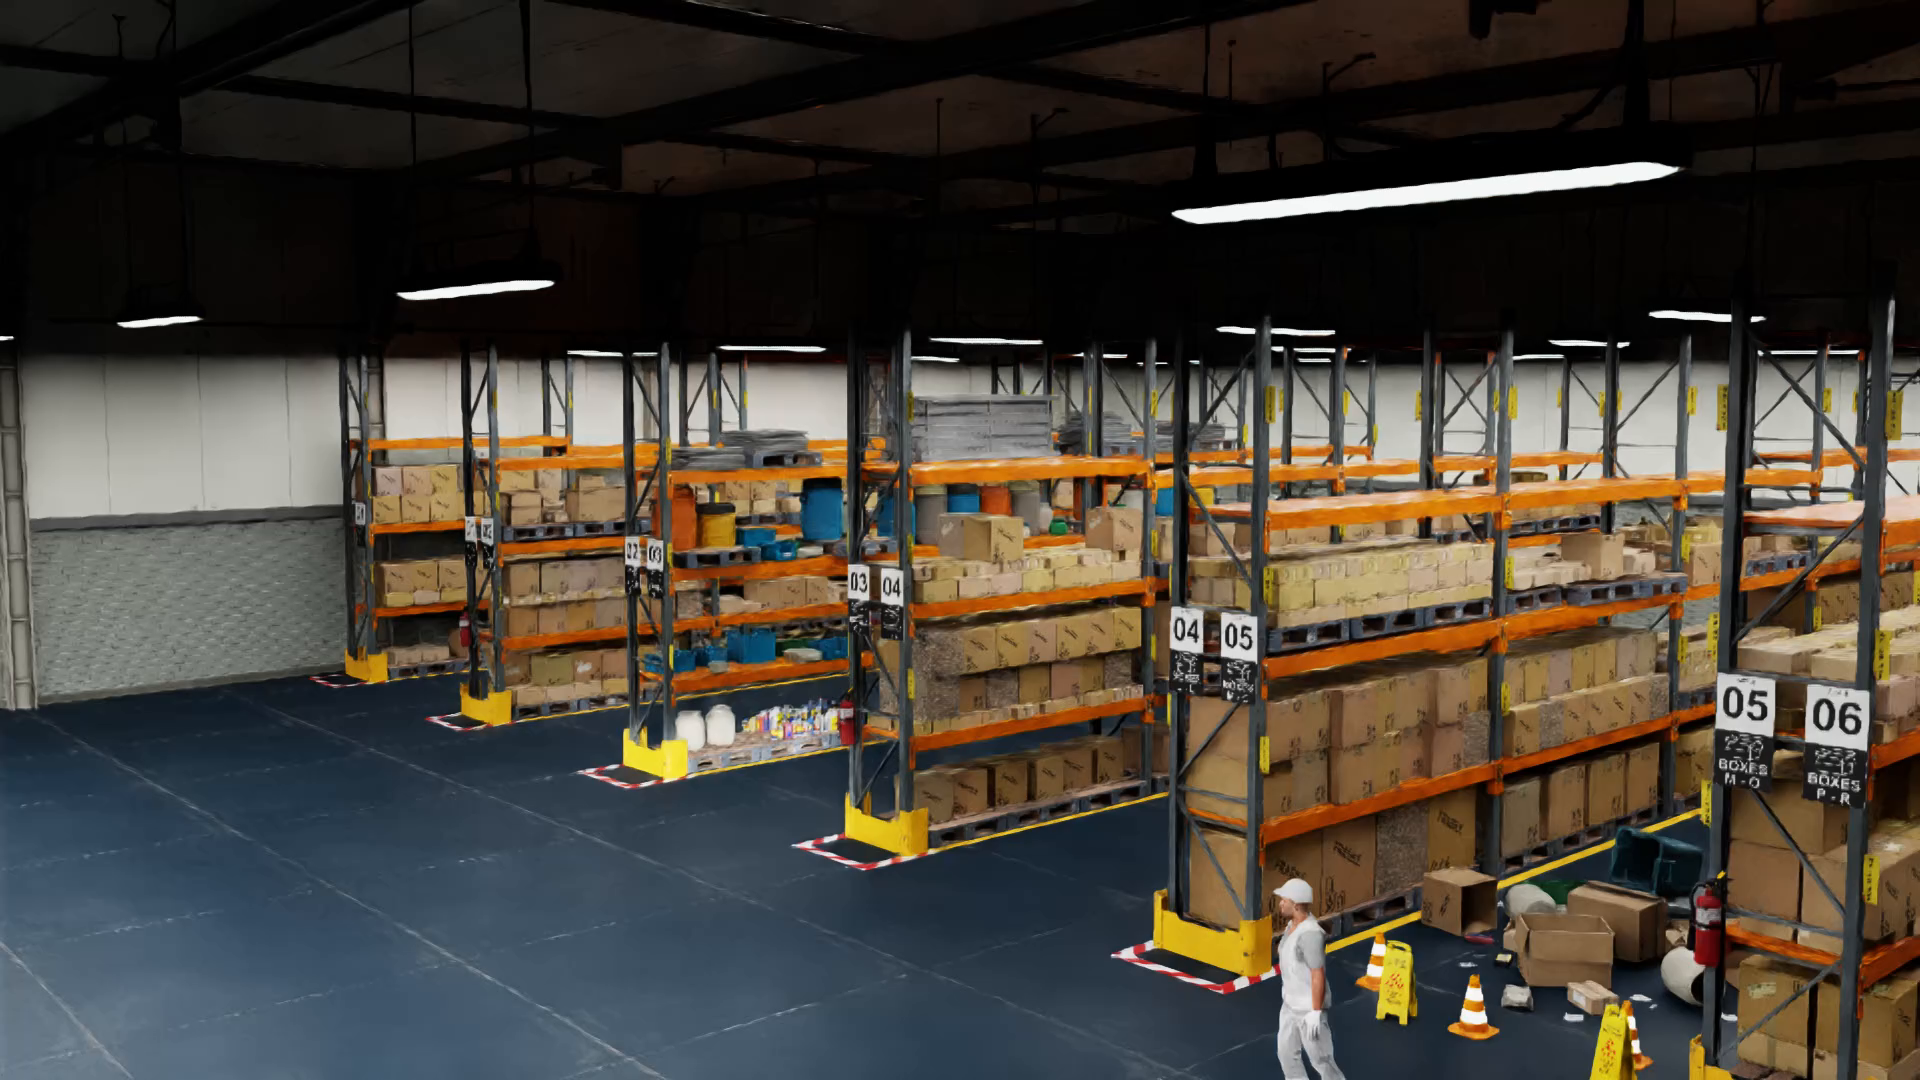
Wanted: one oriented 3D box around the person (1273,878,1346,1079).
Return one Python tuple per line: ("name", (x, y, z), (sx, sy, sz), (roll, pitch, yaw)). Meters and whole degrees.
("person", (2.464, 3.248, 11.614), (0.574, 1.775, 0.571), (0, 5, -5))
